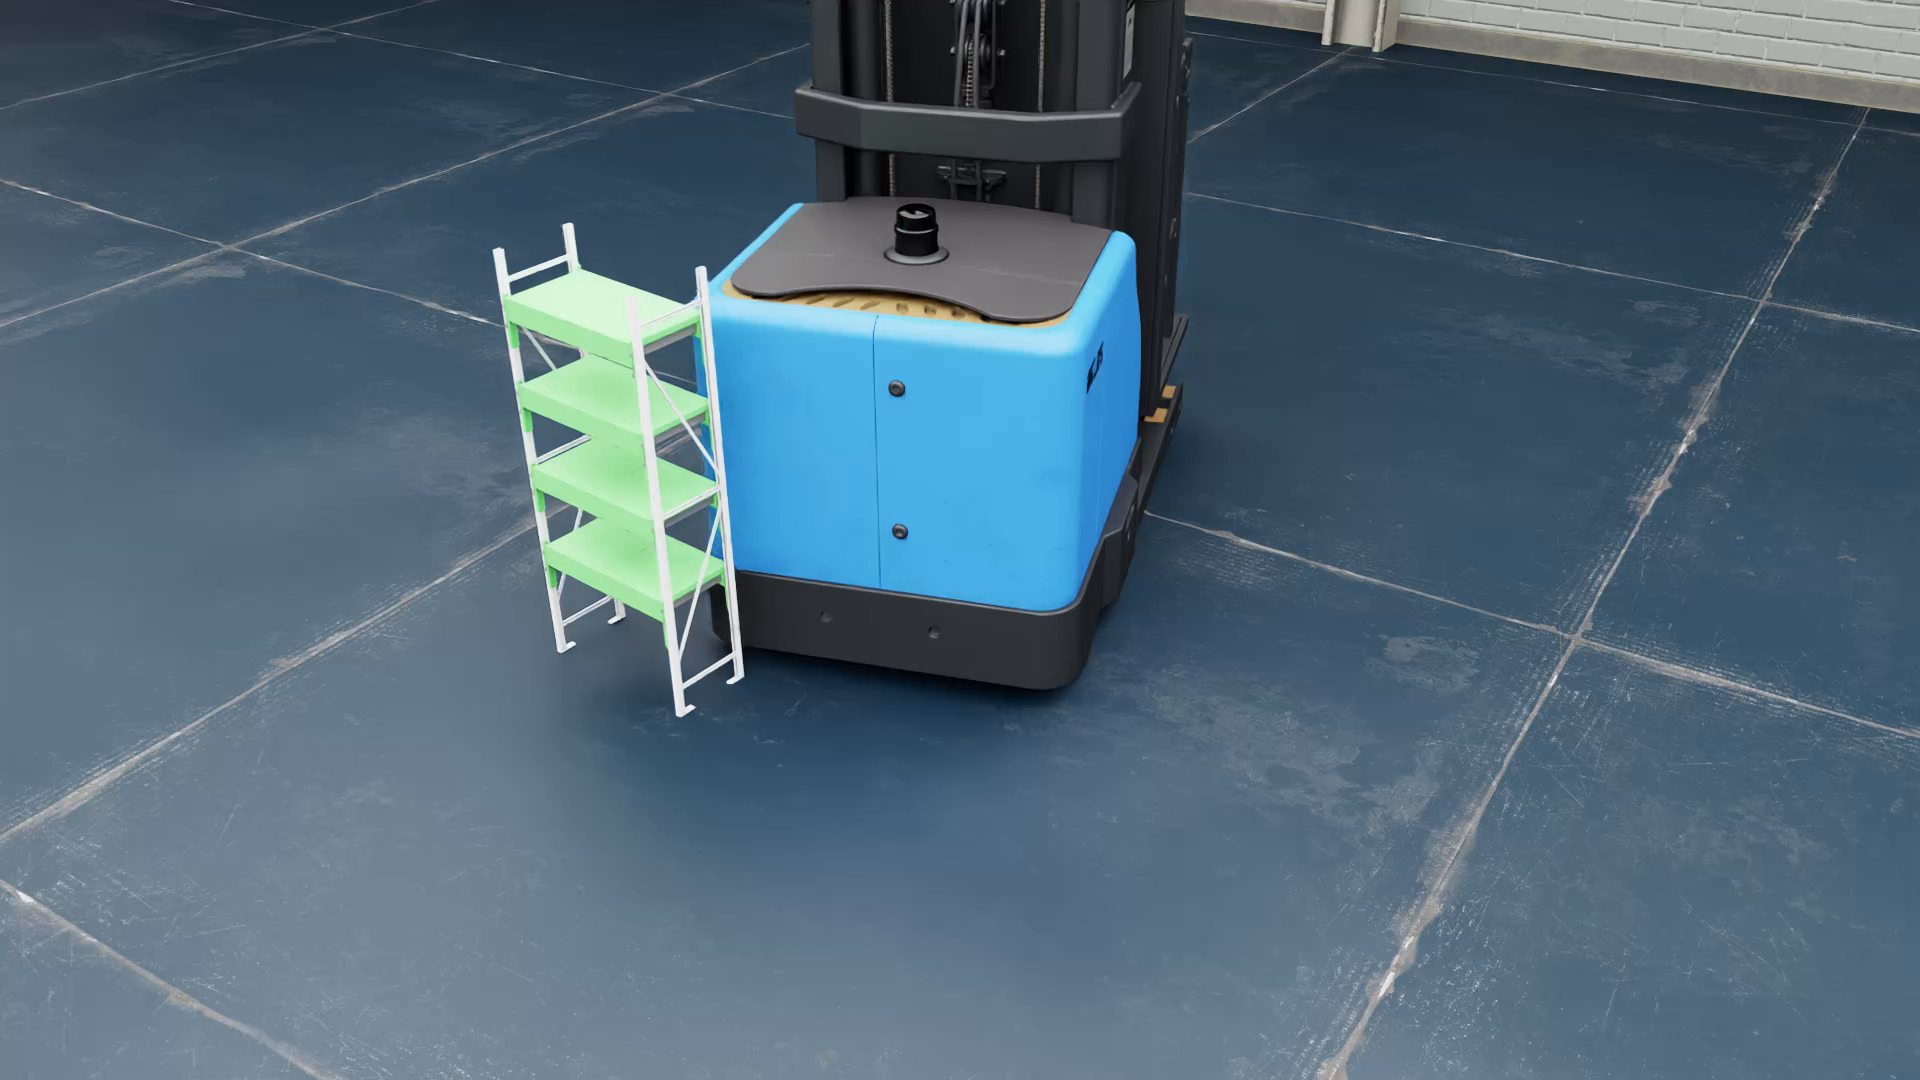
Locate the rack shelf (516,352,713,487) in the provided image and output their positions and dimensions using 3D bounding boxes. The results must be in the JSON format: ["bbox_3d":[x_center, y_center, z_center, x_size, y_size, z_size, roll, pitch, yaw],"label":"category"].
[{"bbox_3d":[-0.874,-0.319,4.253,0.480,0.148,0.258,22,38,33],"label":"rack shelf"}]

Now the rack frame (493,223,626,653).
[{"bbox_3d":[-1.063,-0.245,4.475,0.015,1.200,0.240,22,38,33],"label":"rack frame"}]

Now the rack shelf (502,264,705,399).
[{"bbox_3d":[-0.877,-0.525,4.130,0.480,0.148,0.258,22,38,33],"label":"rack shelf"}]

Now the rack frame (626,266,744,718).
[{"bbox_3d":[-0.683,-0.091,4.211,0.015,1.200,0.240,22,38,33],"label":"rack frame"}]

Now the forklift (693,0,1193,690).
[{"bbox_3d":[0.170,-1.598,5.080,1.130,2.935,3.031,8,31,13],"label":"forklift"}]

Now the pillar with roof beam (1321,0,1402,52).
[{"bbox_3d":[0.294,-5.267,5.348,0.400,9.000,9.100,18,35,27],"label":"pillar with roof beam"}]

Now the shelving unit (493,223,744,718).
[{"bbox_3d":[-0.873,-0.168,4.343,0.503,1.200,0.258,22,38,33],"label":"shelving unit"}]

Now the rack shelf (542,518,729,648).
[{"bbox_3d":[-0.870,0.093,4.499,0.480,0.148,0.258,22,38,33],"label":"rack shelf"}]

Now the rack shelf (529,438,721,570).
[{"bbox_3d":[-0.872,-0.113,4.376,0.480,0.148,0.258,22,38,33],"label":"rack shelf"}]
